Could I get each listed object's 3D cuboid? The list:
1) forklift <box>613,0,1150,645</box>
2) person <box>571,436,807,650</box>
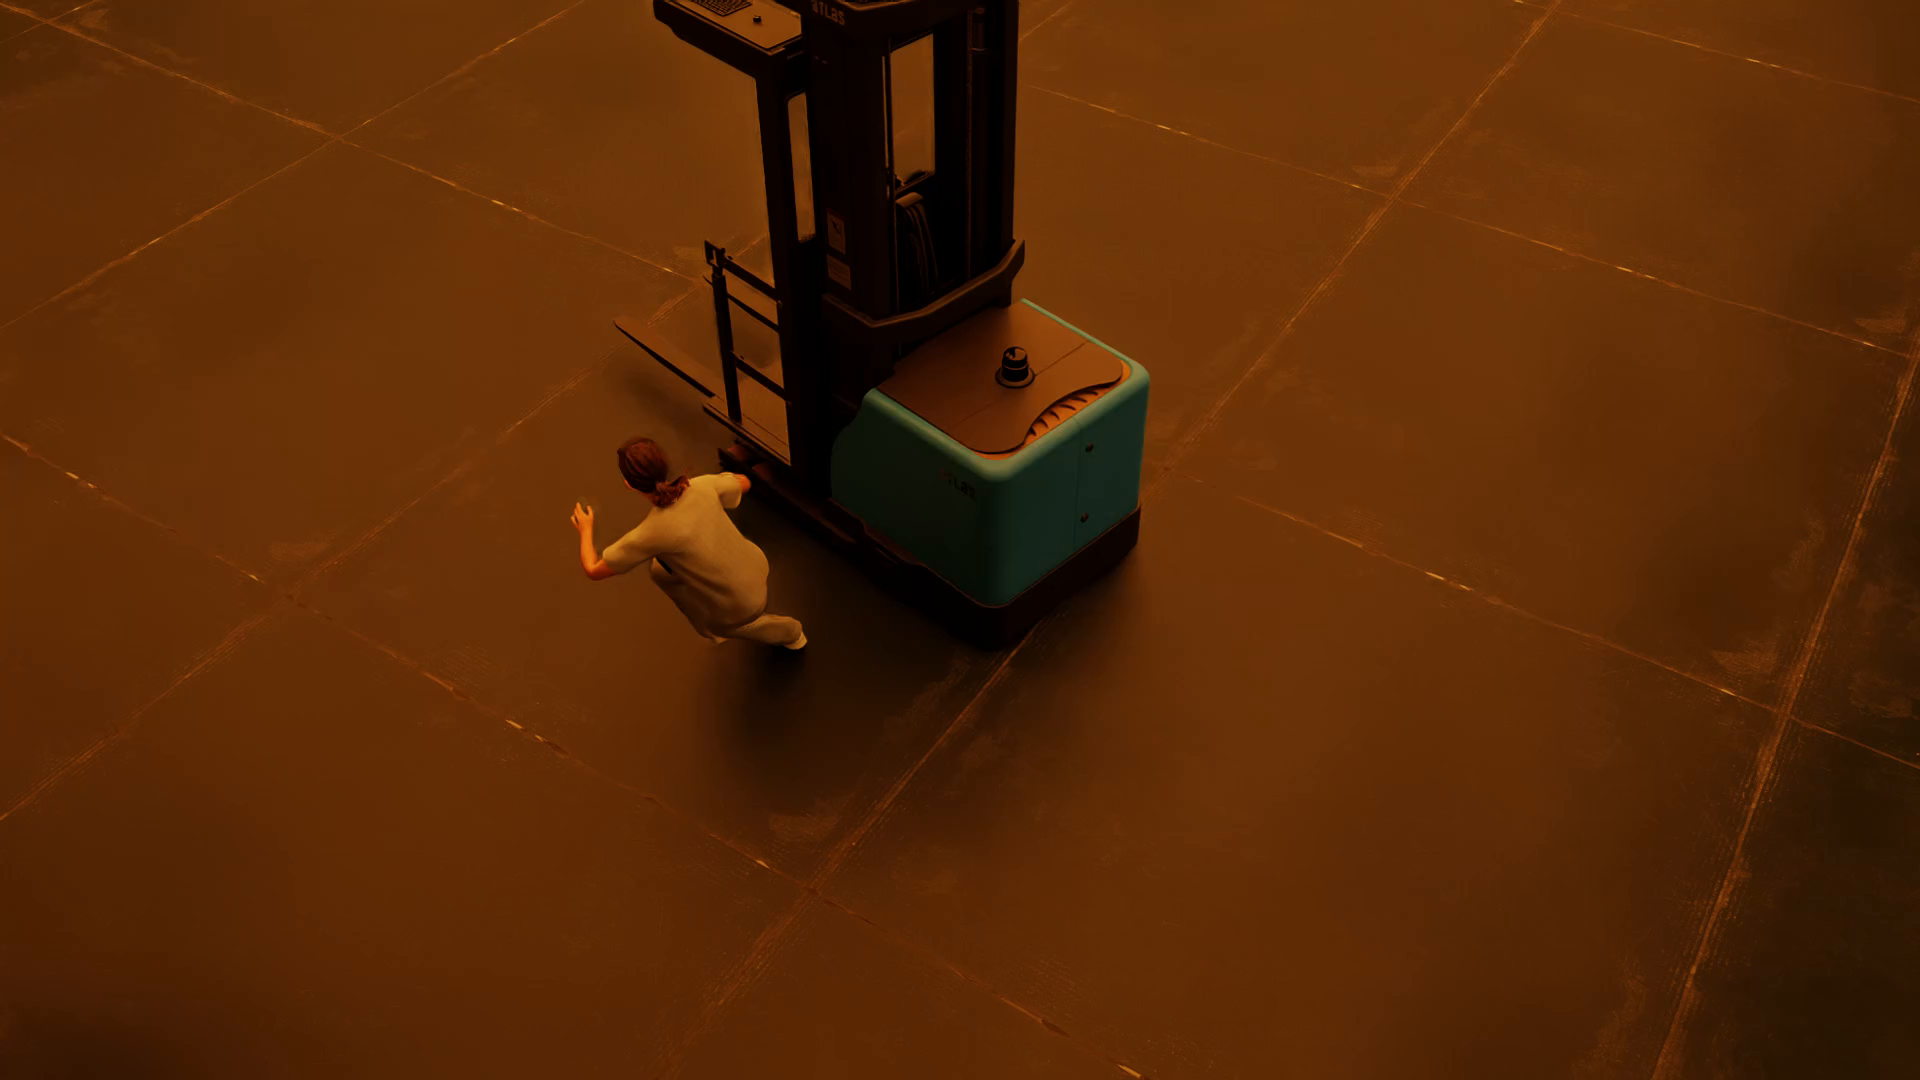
[{"bbox_3d":[-0.554,-1.505,7.436,1.130,2.935,3.031,-34,53,-31],"label":"forklift"},{"bbox_3d":[-1.127,0.078,6.841,0.804,1.437,0.869,12,45,12],"label":"person"}]
